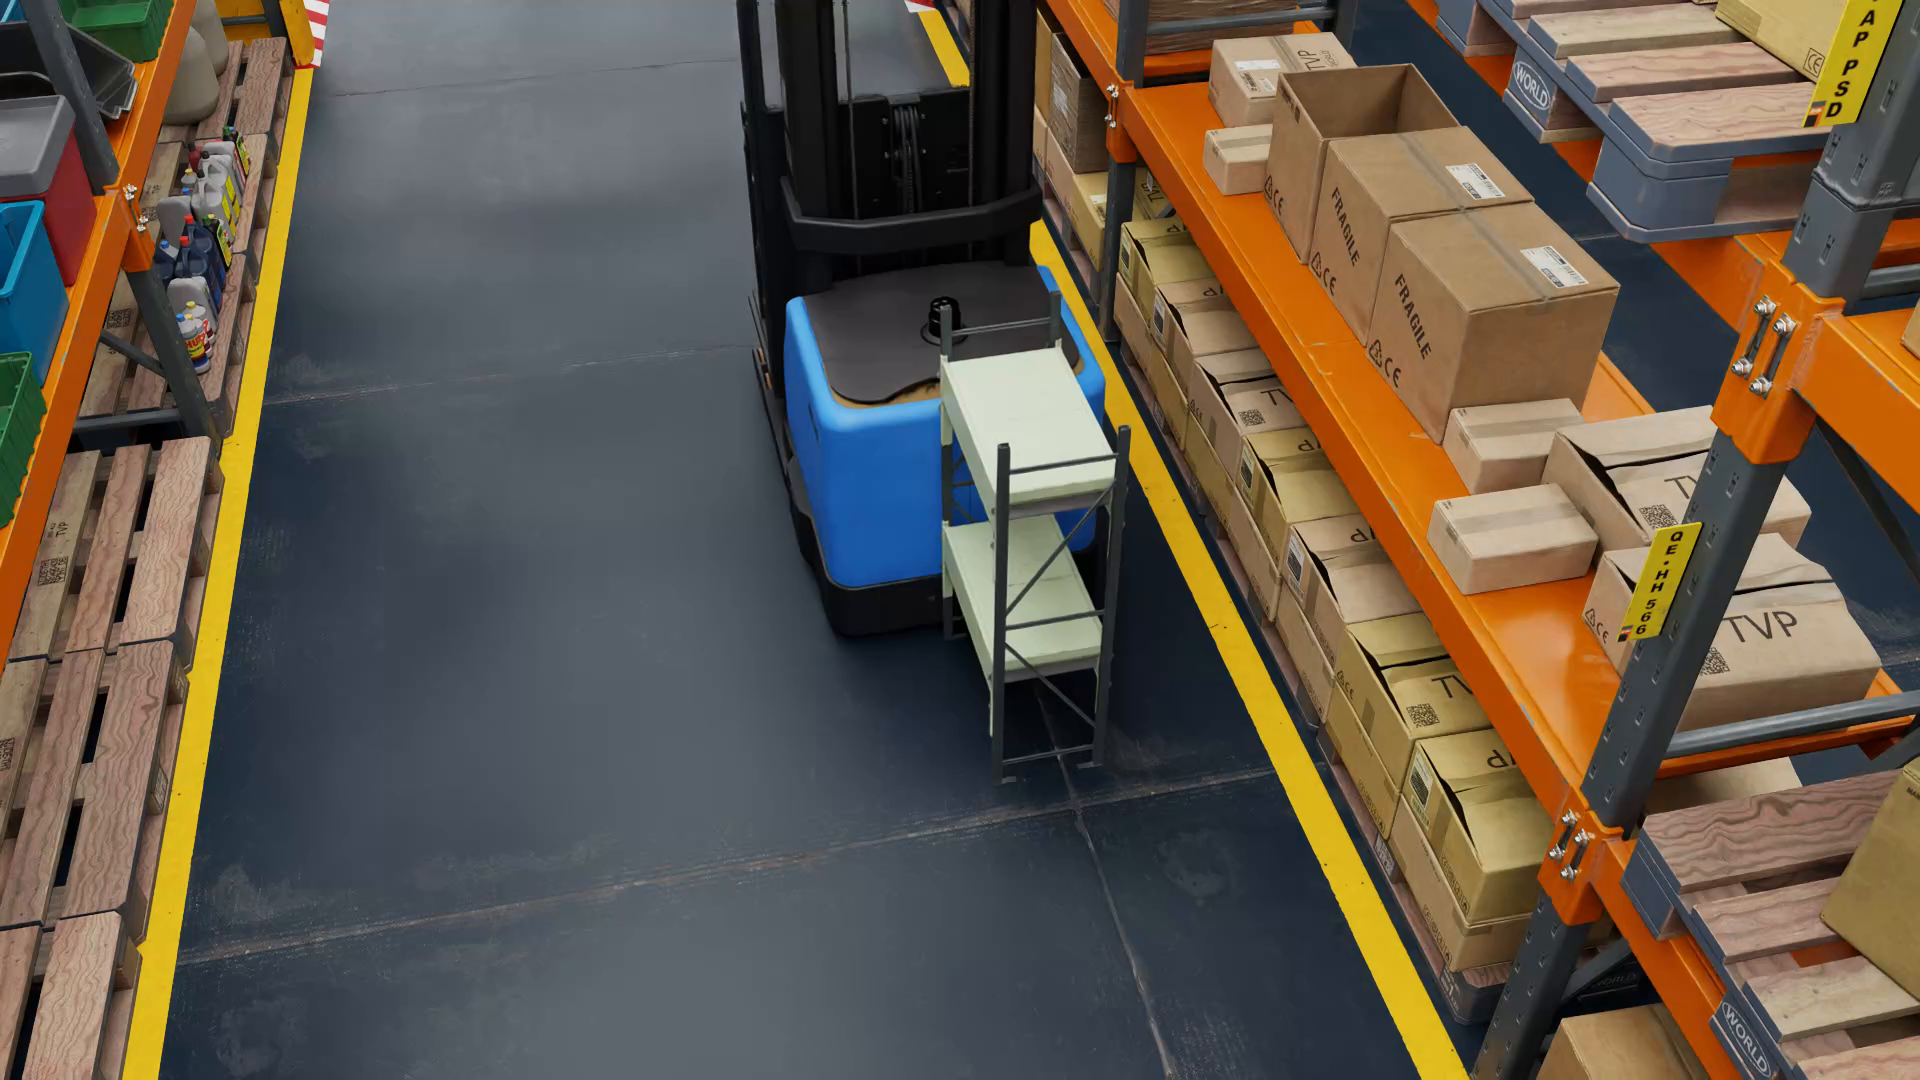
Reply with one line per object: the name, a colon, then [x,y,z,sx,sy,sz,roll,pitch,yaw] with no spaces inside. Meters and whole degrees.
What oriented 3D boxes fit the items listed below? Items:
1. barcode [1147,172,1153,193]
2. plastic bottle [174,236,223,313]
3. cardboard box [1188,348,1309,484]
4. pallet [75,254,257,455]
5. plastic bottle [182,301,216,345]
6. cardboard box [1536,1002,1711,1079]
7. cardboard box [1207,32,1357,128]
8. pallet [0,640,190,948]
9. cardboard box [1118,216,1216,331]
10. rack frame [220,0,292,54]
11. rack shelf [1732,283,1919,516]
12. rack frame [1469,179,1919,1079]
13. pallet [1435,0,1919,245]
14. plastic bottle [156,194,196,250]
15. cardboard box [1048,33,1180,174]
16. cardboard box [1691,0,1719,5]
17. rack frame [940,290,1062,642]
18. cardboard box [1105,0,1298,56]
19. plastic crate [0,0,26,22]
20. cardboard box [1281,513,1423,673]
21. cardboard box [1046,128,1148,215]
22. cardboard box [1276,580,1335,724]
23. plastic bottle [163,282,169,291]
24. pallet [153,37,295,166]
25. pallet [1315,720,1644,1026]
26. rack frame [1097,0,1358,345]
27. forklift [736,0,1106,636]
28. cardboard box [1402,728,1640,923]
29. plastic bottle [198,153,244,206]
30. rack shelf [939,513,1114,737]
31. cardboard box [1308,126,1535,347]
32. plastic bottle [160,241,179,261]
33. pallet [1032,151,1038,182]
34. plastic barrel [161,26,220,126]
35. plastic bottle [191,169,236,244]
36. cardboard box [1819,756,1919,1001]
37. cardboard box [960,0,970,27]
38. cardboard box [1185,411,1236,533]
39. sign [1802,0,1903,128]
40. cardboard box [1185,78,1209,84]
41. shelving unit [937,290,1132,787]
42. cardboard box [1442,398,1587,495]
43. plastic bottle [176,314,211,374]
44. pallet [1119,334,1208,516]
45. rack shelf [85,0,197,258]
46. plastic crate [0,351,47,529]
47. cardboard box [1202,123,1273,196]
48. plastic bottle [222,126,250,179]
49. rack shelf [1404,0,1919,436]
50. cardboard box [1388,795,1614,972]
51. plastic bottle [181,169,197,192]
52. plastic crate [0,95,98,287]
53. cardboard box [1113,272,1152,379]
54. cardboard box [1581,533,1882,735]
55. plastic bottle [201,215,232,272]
barcode: [0.801,-1.512,7.023,0.001,0.075,0.075,-8,42,-9]
plastic bottle: [-3.454,-1.198,7.504,0.144,0.351,0.185,-7,42,-8]
cardboard box: [1.215,-0.523,6.412,0.500,0.311,0.500,-10,43,-11]
pallet: [-3.789,-0.840,7.537,1.003,0.211,1.213,-8,42,-9]
plastic bottle: [-3.369,-0.961,7.349,0.097,0.201,0.097,0,42,0]
cardboard box: [1.835,1.550,4.295,0.500,0.500,0.500,-7,42,-7]
cardboard box: [1.302,-1.780,6.608,0.500,0.250,0.500,-6,42,-7]
pallet: [-3.210,0.897,5.580,1.003,0.211,1.213,-8,42,-9]
cardboard box: [0.999,-1.184,7.156,0.500,0.311,0.500,-8,42,-9]
rack frame: [-4.548,-4.034,9.035,1.000,3.000,0.127,-8,42,-9]
rack shelf: [2.448,0.888,1.773,1.077,0.370,4.000,-8,42,-9]
rack frame: [2.016,0.444,3.990,1.000,3.000,0.127,-8,42,-9]
pallet: [1.782,-1.034,3.538,1.213,0.211,1.003,-7,42,-7]
plastic bottle: [-3.725,-1.530,7.935,0.152,0.276,0.135,-8,42,-9]
cardboard box: [0.743,-2.153,8.106,0.500,0.500,0.500,-8,42,-9]
cardboard box: [1.733,-1.402,3.607,0.500,0.250,0.500,-7,42,-8]
rack frame: [0.133,-0.213,5.860,0.400,1.500,0.023,-9,42,-10]
cardboard box: [1.051,-2.473,7.201,0.700,0.500,0.500,-9,42,-10]
plastic crate: [-4.189,-2.064,6.928,0.499,0.251,0.616,-8,42,-9]
cardboard box: [1.438,0.138,5.668,0.500,0.311,0.500,-9,42,-10]
cardboard box: [0.741,-1.872,8.354,0.500,0.250,0.500,-8,42,-9]
cardboard box: [1.444,0.349,5.852,0.500,0.250,0.500,-7,42,-8]
plastic bottle: [-3.526,-1.049,7.387,0.061,0.283,0.133,-8,42,-9]
pallet: [-4.315,-2.421,9.319,1.003,0.211,1.213,-8,42,-9]
pallet: [1.877,0.948,5.523,1.003,0.211,1.213,-8,42,-9]
rack frame: [1.153,-2.149,6.911,1.000,3.000,0.127,-8,42,-9]
forklift: [-0.316,-1.726,6.487,1.130,2.935,3.031,-9,42,-10]
cardboard box: [1.663,0.801,4.920,0.500,0.311,0.500,-7,42,-8]
plastic bottle: [-3.666,-1.795,8.233,0.152,0.276,0.135,-9,42,-10]
rack shelf: [0.219,0.267,5.811,0.431,0.370,0.720,-9,42,-10]
cardboard box: [1.525,-1.020,5.564,0.500,0.500,0.500,-8,42,-9]
plastic bottle: [-3.603,-1.245,7.617,0.097,0.271,0.097,0,42,0]
pallet: [0.755,-2.420,9.317,1.003,0.211,1.213,-8,42,-9]
plastic barrel: [-4.223,-2.520,8.887,0.421,0.512,0.421,0,42,0]
plastic bottle: [-3.586,-1.596,7.952,0.144,0.351,0.185,-9,42,-10]
cardboard box: [2.262,0.642,3.376,0.700,0.500,0.500,-22,46,-23]
cardboard box: [0.300,-3.167,9.813,0.500,0.250,0.500,-8,42,-9]
cardboard box: [1.222,-0.314,6.599,0.500,0.250,0.500,-10,42,-11]
sign: [1.473,-0.826,2.713,0.100,0.325,0.005,-8,42,-9]
cardboard box: [1.358,-1.903,7.825,0.500,0.500,0.500,-8,42,-9]
shelving unit: [0.219,0.023,5.594,0.431,1.500,0.755,-9,42,-10]
cardboard box: [1.686,-0.280,4.996,0.380,0.149,0.250,-5,42,-6]
plastic bottle: [-3.325,-0.855,7.177,0.097,0.271,0.097,0,42,0]
pallet: [1.350,-0.634,7.305,1.003,0.211,1.213,-8,42,-9]
rack shelf: [-4.116,-2.469,7.813,1.077,0.370,4.000,-8,42,-9]
plastic crate: [-3.033,-0.274,4.958,0.450,0.188,0.662,-8,42,-9]
cardboard box: [1.144,-1.451,6.314,0.380,0.149,0.250,-8,42,-9]
plastic bottle: [-3.680,-1.982,8.438,0.061,0.283,0.133,-7,42,-8]
rack shelf: [1.585,-1.705,4.694,1.077,0.370,4.000,-8,42,-9]
cardboard box: [1.665,1.009,5.108,0.500,0.250,0.500,-7,42,-8]
plastic bottle: [-3.784,-1.737,8.224,0.097,0.201,0.097,0,42,0]
plastic crate: [-3.281,-1.195,5.789,0.402,0.464,0.583,-8,42,-9]
cardboard box: [0.998,-0.980,7.350,0.500,0.250,0.500,-9,42,-10]
cardboard box: [1.980,0.235,4.292,0.500,0.311,0.500,-6,42,-7]
plastic bottle: [-3.489,-1.408,7.791,0.061,0.283,0.133,-7,42,-7]
